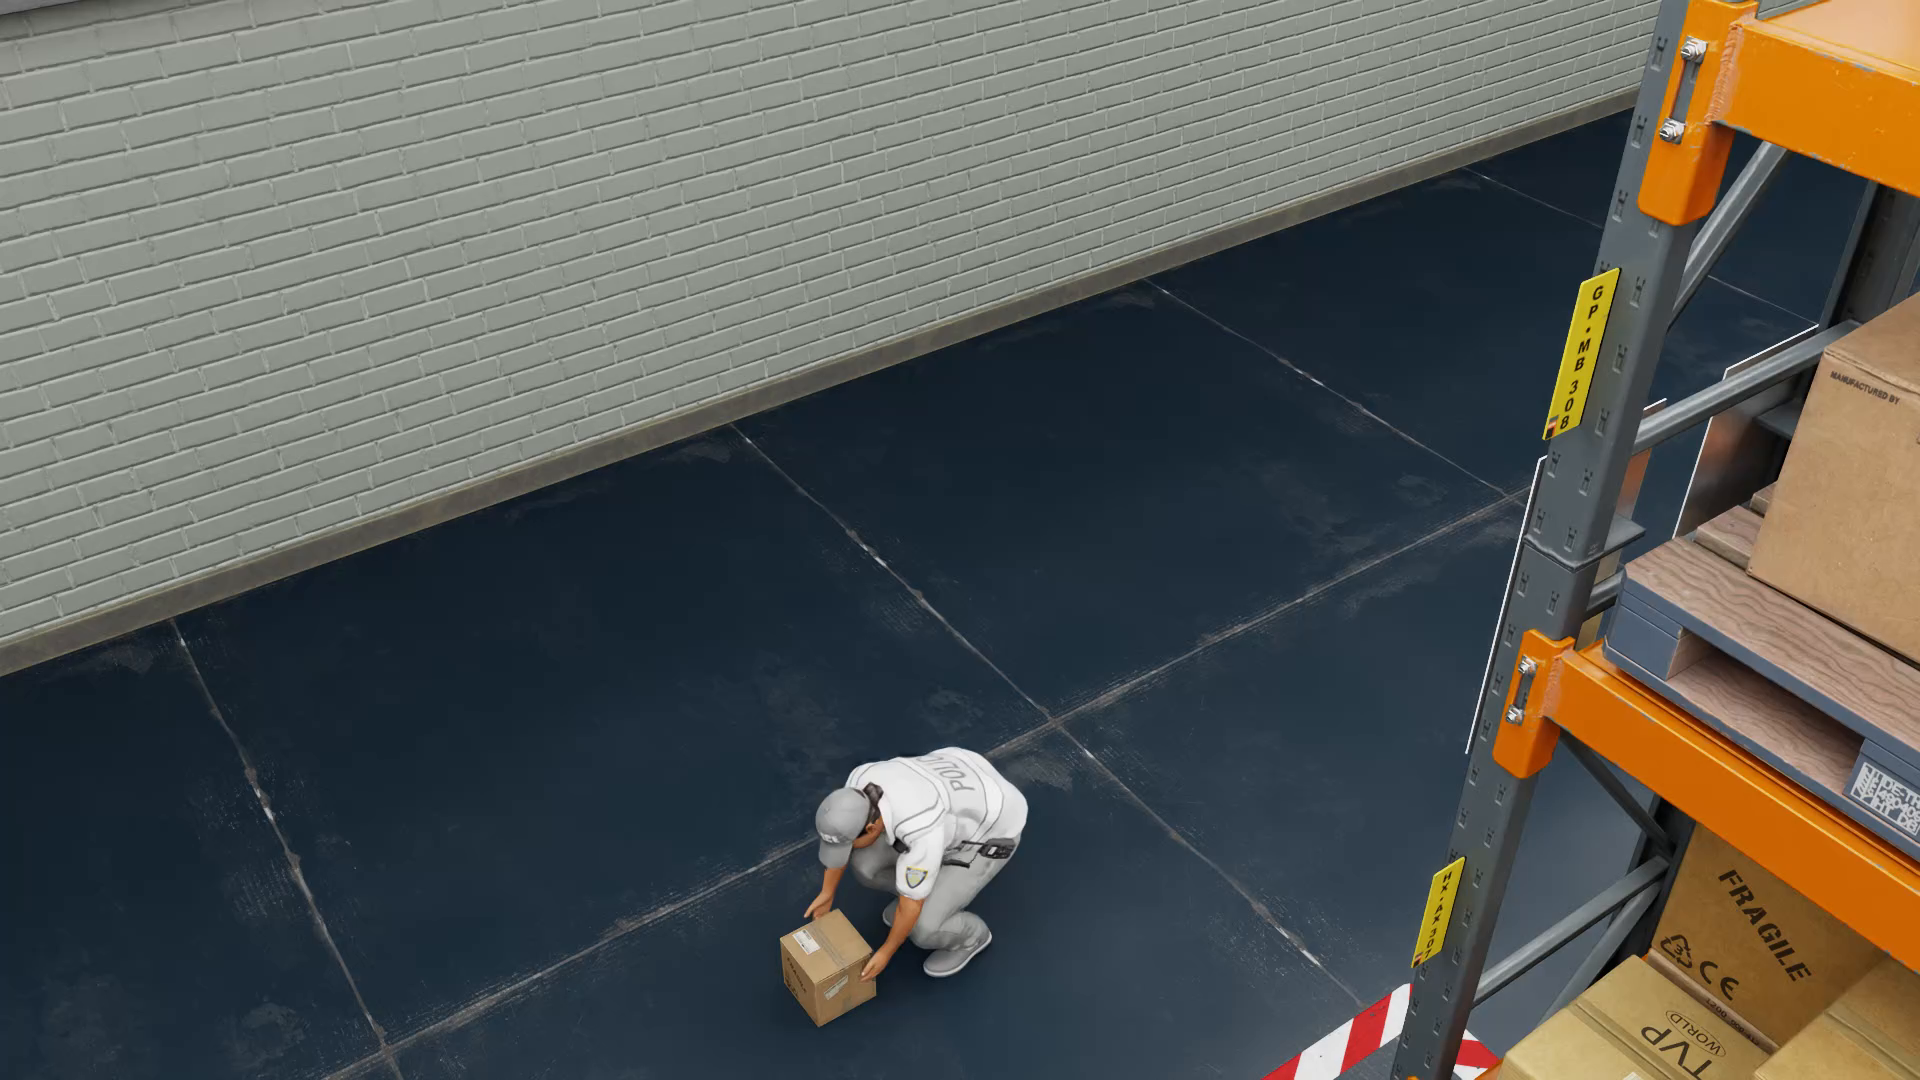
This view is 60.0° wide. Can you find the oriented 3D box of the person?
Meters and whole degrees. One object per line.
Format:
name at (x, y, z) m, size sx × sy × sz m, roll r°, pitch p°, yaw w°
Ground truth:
person at (-0.151, 1.138, 6.015) m, size 0.844 × 1.016 × 0.527 m, roll -23°, pitch 42°, yaw -28°
